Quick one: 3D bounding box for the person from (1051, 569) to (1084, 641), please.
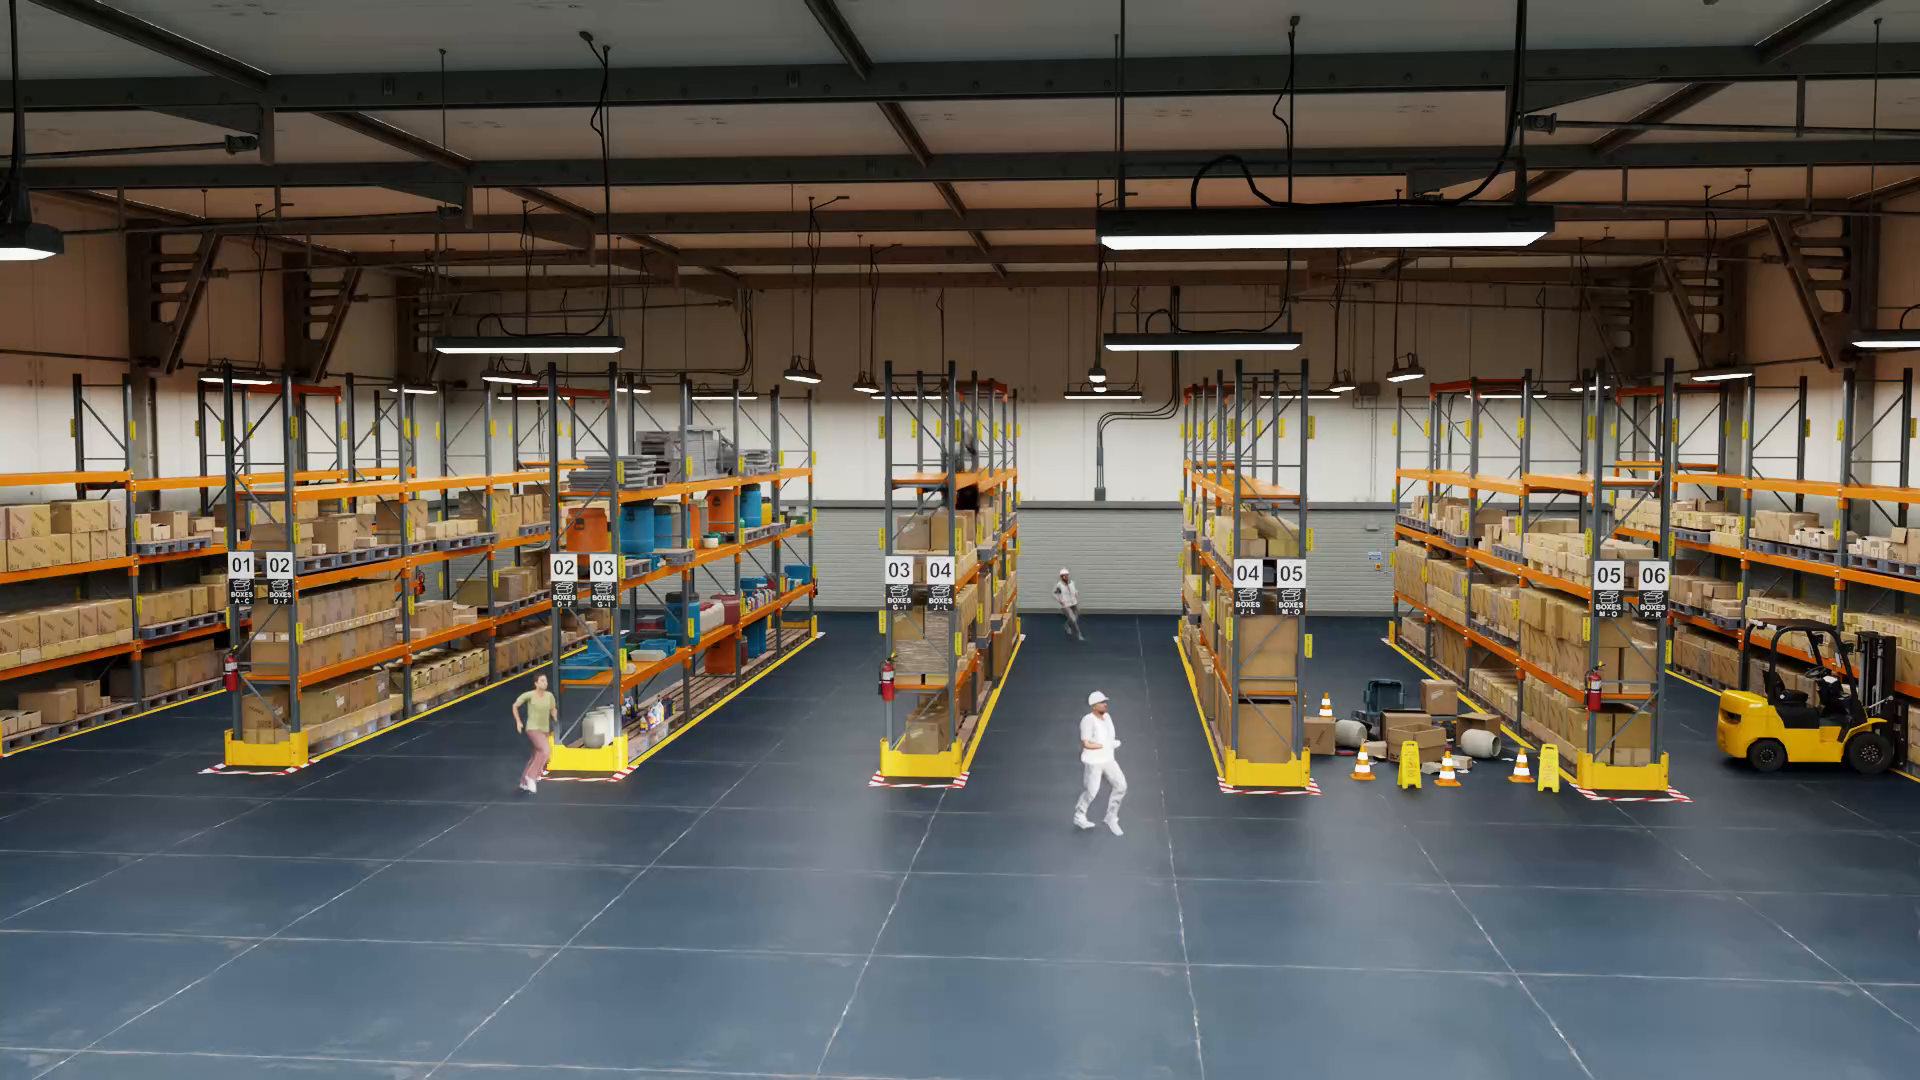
[{"bbox_3d":[2.525,1.543,39.765,0.691,1.719,0.844,-2,4,-28],"label":"person"}]

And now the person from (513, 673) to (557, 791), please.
[{"bbox_3d":[-5.820,2.654,23.064,0.630,1.634,0.569,3,5,39],"label":"person"}]

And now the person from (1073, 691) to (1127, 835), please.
[{"bbox_3d":[1.702,2.770,20.623,0.636,1.813,0.727,-3,5,-42],"label":"person"}]
